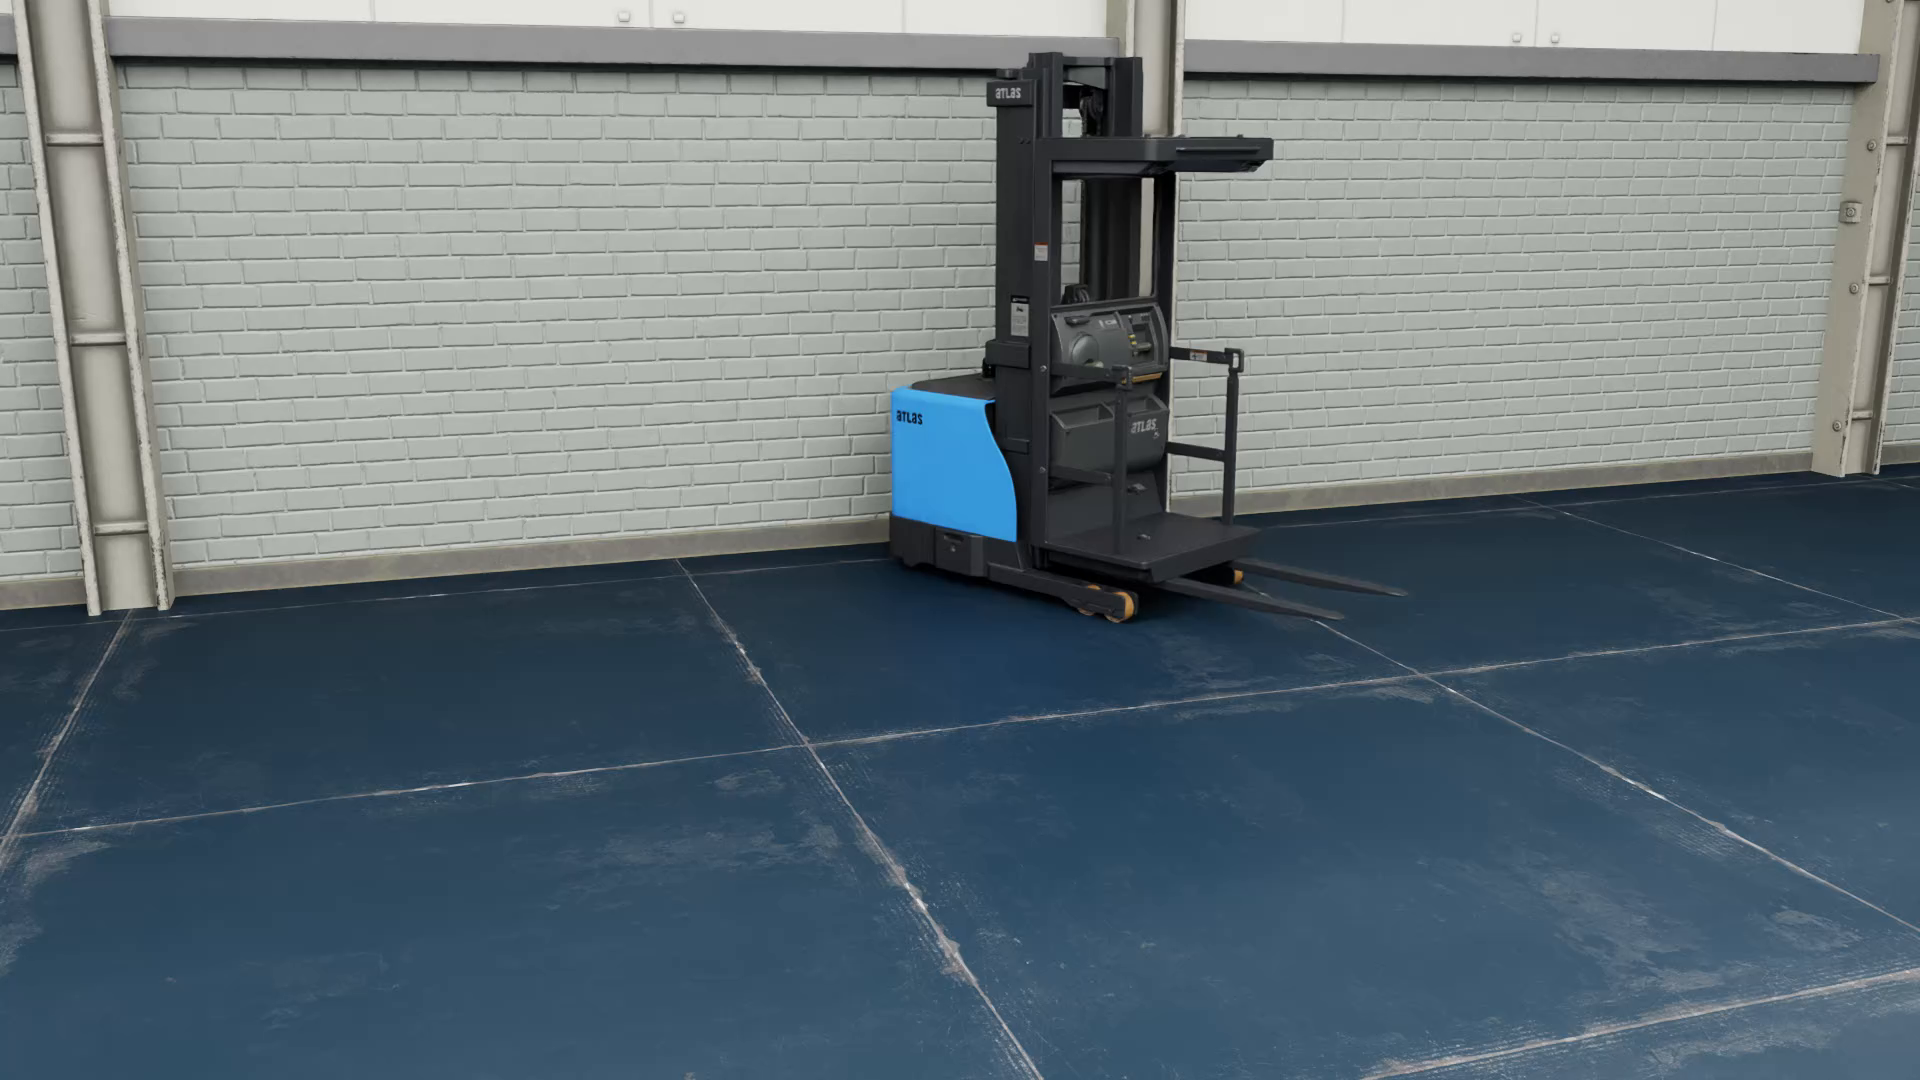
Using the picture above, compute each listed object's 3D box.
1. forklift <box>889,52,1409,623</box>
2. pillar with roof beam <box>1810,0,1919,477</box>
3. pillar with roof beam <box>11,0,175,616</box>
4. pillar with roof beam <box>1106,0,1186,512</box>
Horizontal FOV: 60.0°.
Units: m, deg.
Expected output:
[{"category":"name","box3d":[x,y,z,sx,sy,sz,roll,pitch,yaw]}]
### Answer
[{"category":"forklift","box3d":[0.986,-1.123,9.031,3.031,2.935,1.130,13,18,43]},{"category":"pillar with roof beam","box3d":[8.204,-3.960,7.847,0.400,9.000,9.100,-4,14,-18]},{"category":"pillar with roof beam","box3d":[-3.170,-3.075,4.123,0.400,9.000,9.100,-4,14,-18]},{"category":"pillar with roof beam","box3d":[2.517,-3.518,5.985,0.400,9.000,9.100,-4,14,-18]}]
